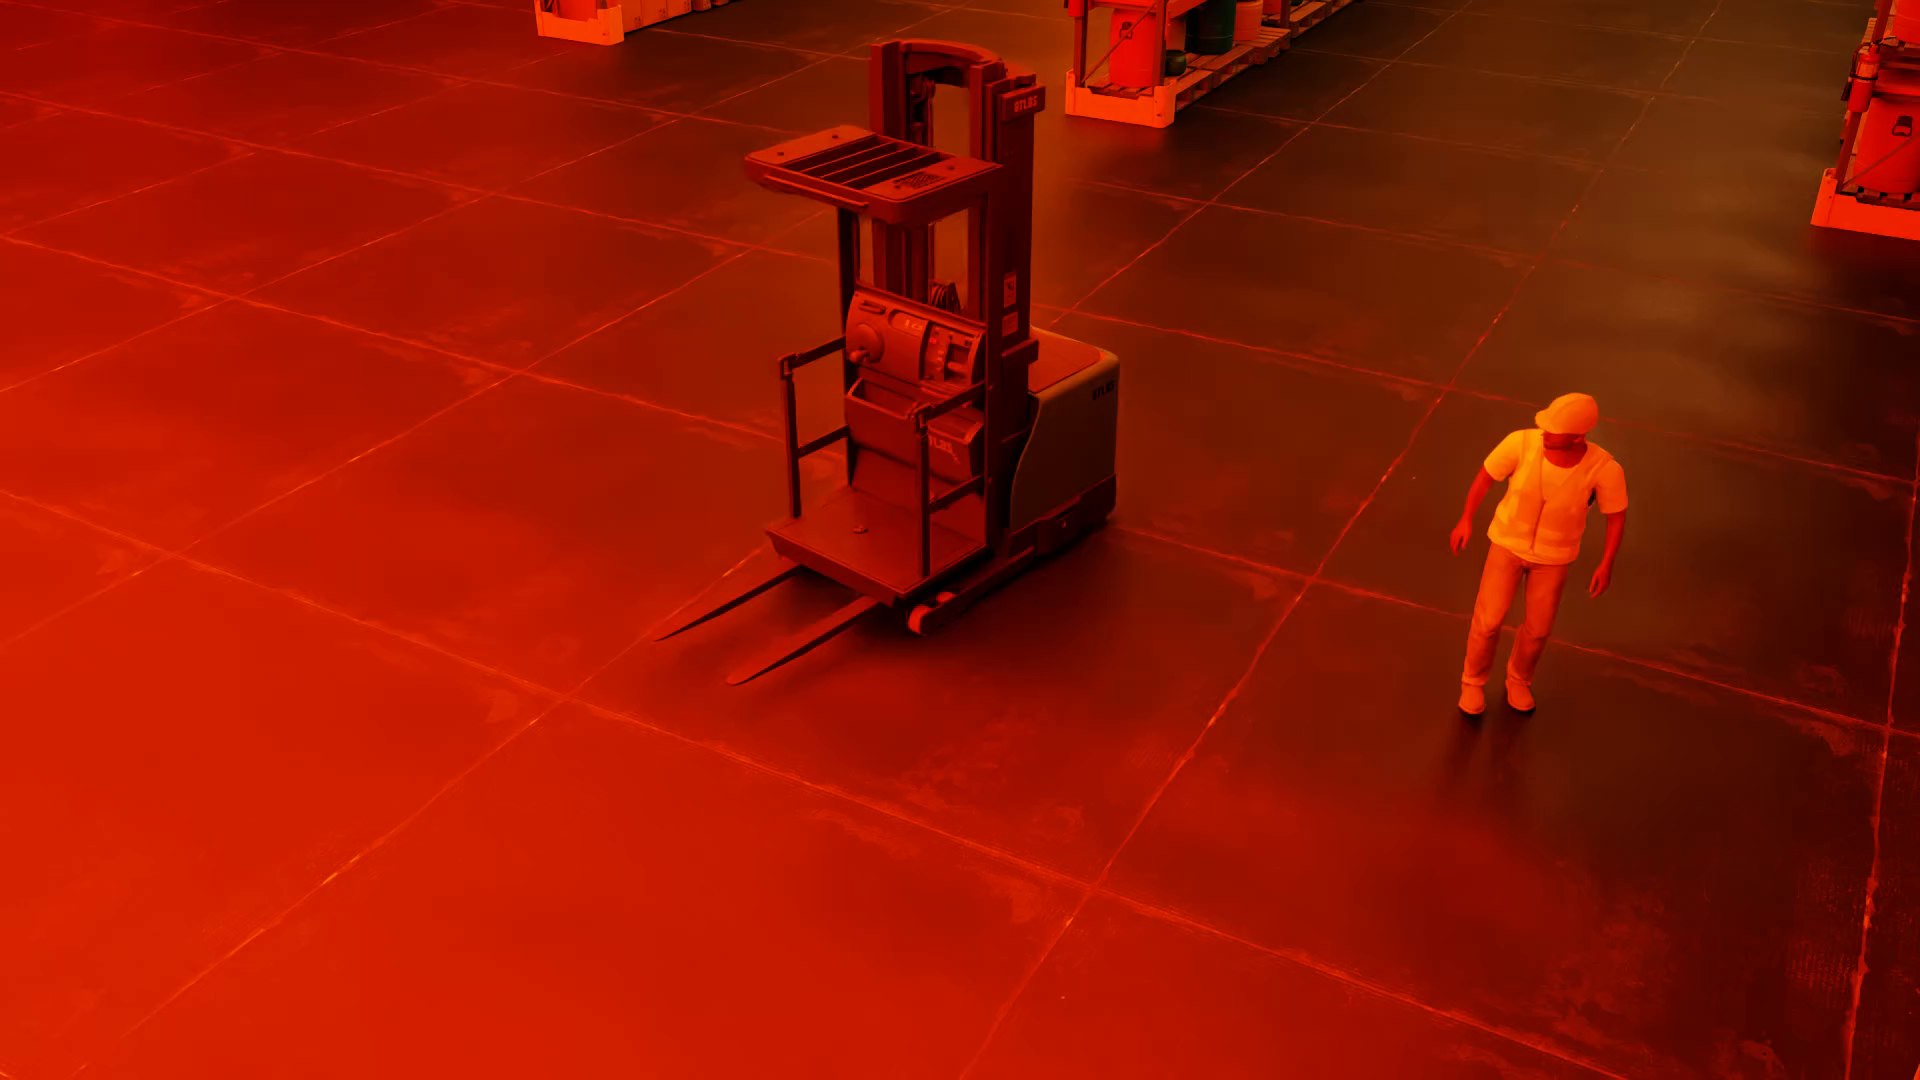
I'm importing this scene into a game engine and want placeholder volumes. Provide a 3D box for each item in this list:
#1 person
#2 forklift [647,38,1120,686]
[{"bbox_3d":[2.786,0.082,8.108,0.780,1.755,0.506,11,32,18],"label":"person"},{"bbox_3d":[-0.394,-1.031,8.858,1.130,2.935,3.031,23,37,35],"label":"forklift"}]
